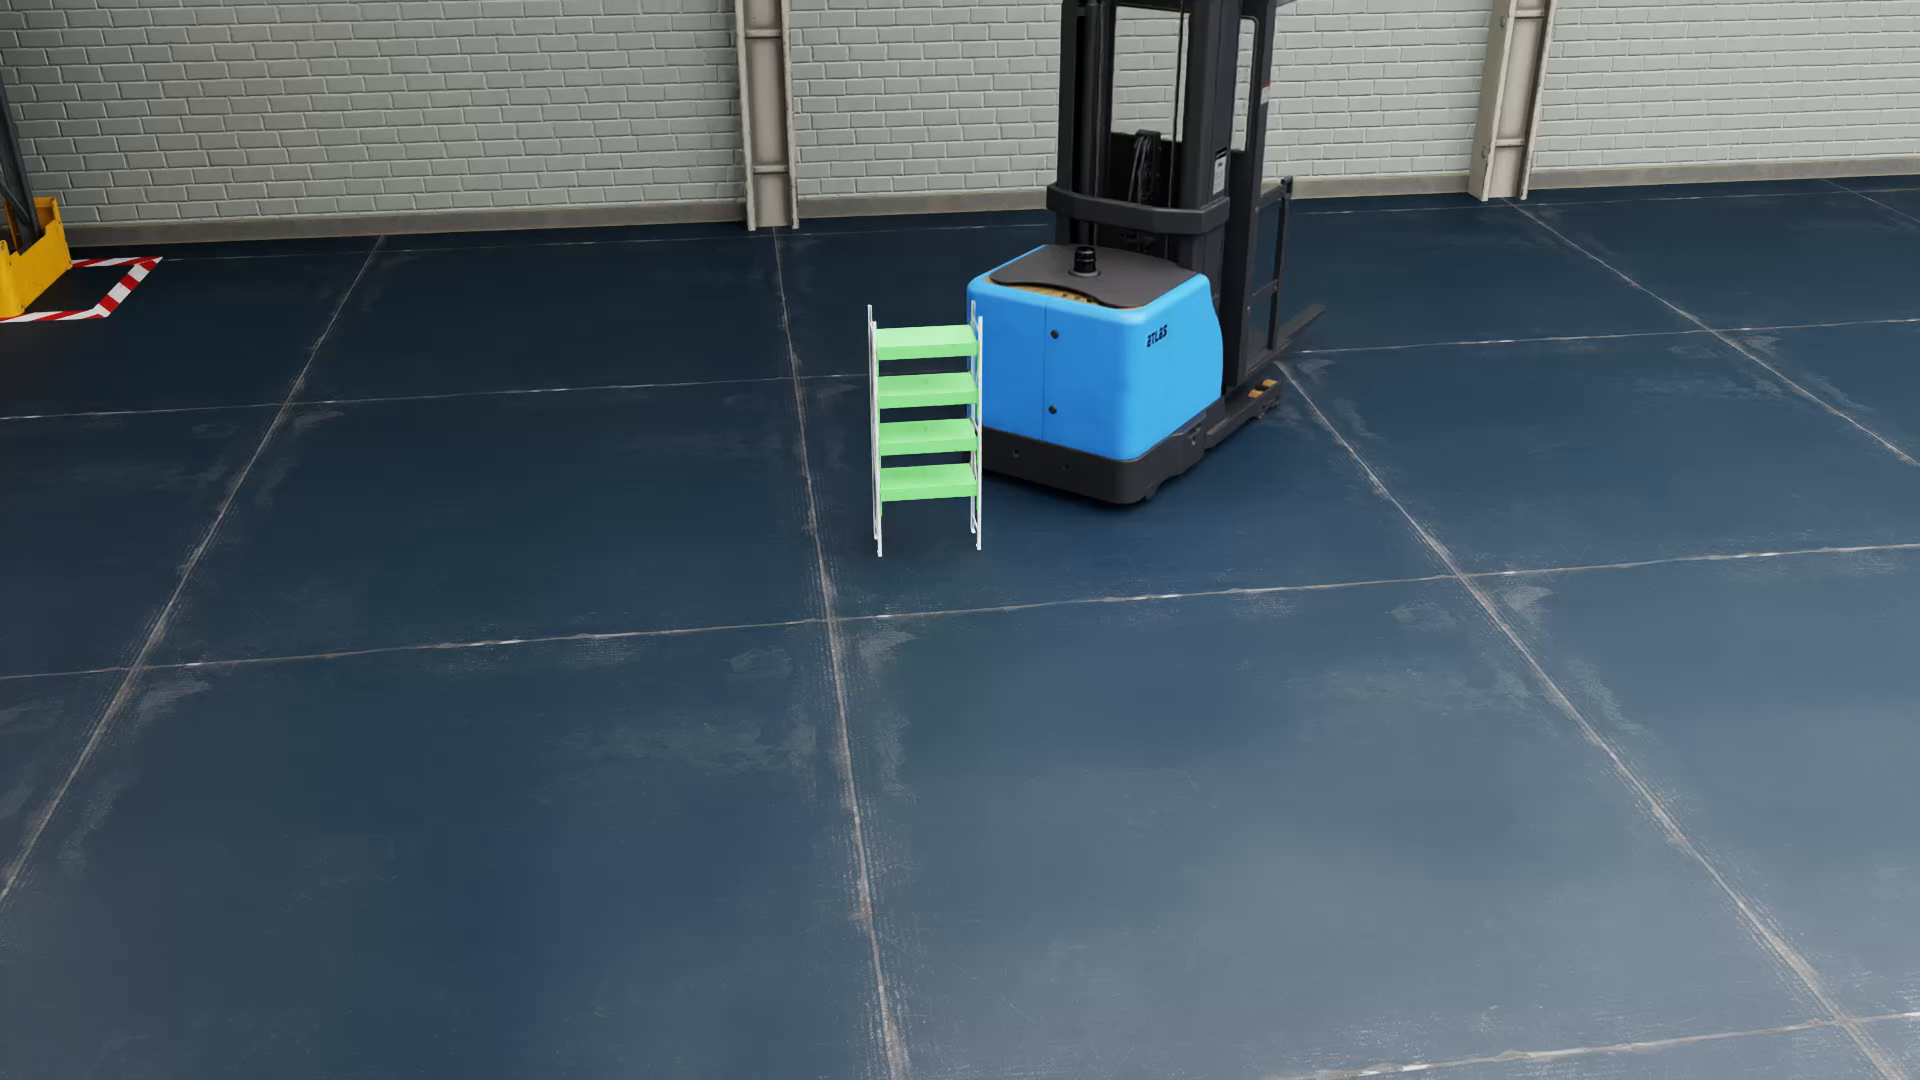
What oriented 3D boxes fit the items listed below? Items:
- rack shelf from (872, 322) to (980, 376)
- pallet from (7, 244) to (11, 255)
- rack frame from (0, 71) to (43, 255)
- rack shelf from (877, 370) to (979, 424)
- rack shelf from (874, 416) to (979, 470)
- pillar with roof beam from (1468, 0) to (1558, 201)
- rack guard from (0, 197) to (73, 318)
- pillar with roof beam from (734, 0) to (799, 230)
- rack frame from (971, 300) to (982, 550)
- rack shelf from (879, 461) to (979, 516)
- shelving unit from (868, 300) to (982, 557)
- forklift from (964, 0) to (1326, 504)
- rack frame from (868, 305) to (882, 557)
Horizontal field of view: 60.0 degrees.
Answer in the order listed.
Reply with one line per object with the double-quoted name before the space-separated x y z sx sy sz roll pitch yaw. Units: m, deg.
"rack shelf" -0.164 -0.893 7.766 0.480 0.148 0.258 -4 27 -7
"pallet" -7.352 -1.774 11.475 1.213 0.211 1.003 -4 27 -7
"rack frame" -6.601 -3.082 10.970 0.127 3.000 1.000 -4 27 -7
"rack shelf" -0.164 -0.680 7.875 0.480 0.148 0.258 -4 27 -7
"rack shelf" -0.164 -0.466 7.985 0.480 0.148 0.258 -4 27 -7
"pillar with roof beam" 5.067 -4.931 8.003 0.400 9.000 9.100 -4 27 -7
"rack guard" -6.577 -1.971 11.544 0.348 0.500 1.175 -4 27 -7
"pillar with roof beam" -0.875 -4.549 7.259 0.400 9.000 9.100 -4 27 -7
"rack frame" 0.078 -0.539 7.986 0.015 1.200 0.240 -4 27 -7
"rack shelf" -0.164 -0.253 8.094 0.480 0.148 0.258 -4 27 -7
"shelving unit" -0.164 -0.523 7.956 0.503 1.200 0.258 -4 27 -7
"forklift" 1.245 -2.112 9.156 1.130 2.935 3.031 17 31 29
"rack frame" -0.406 -0.508 7.925 0.015 1.200 0.240 -4 27 -7
